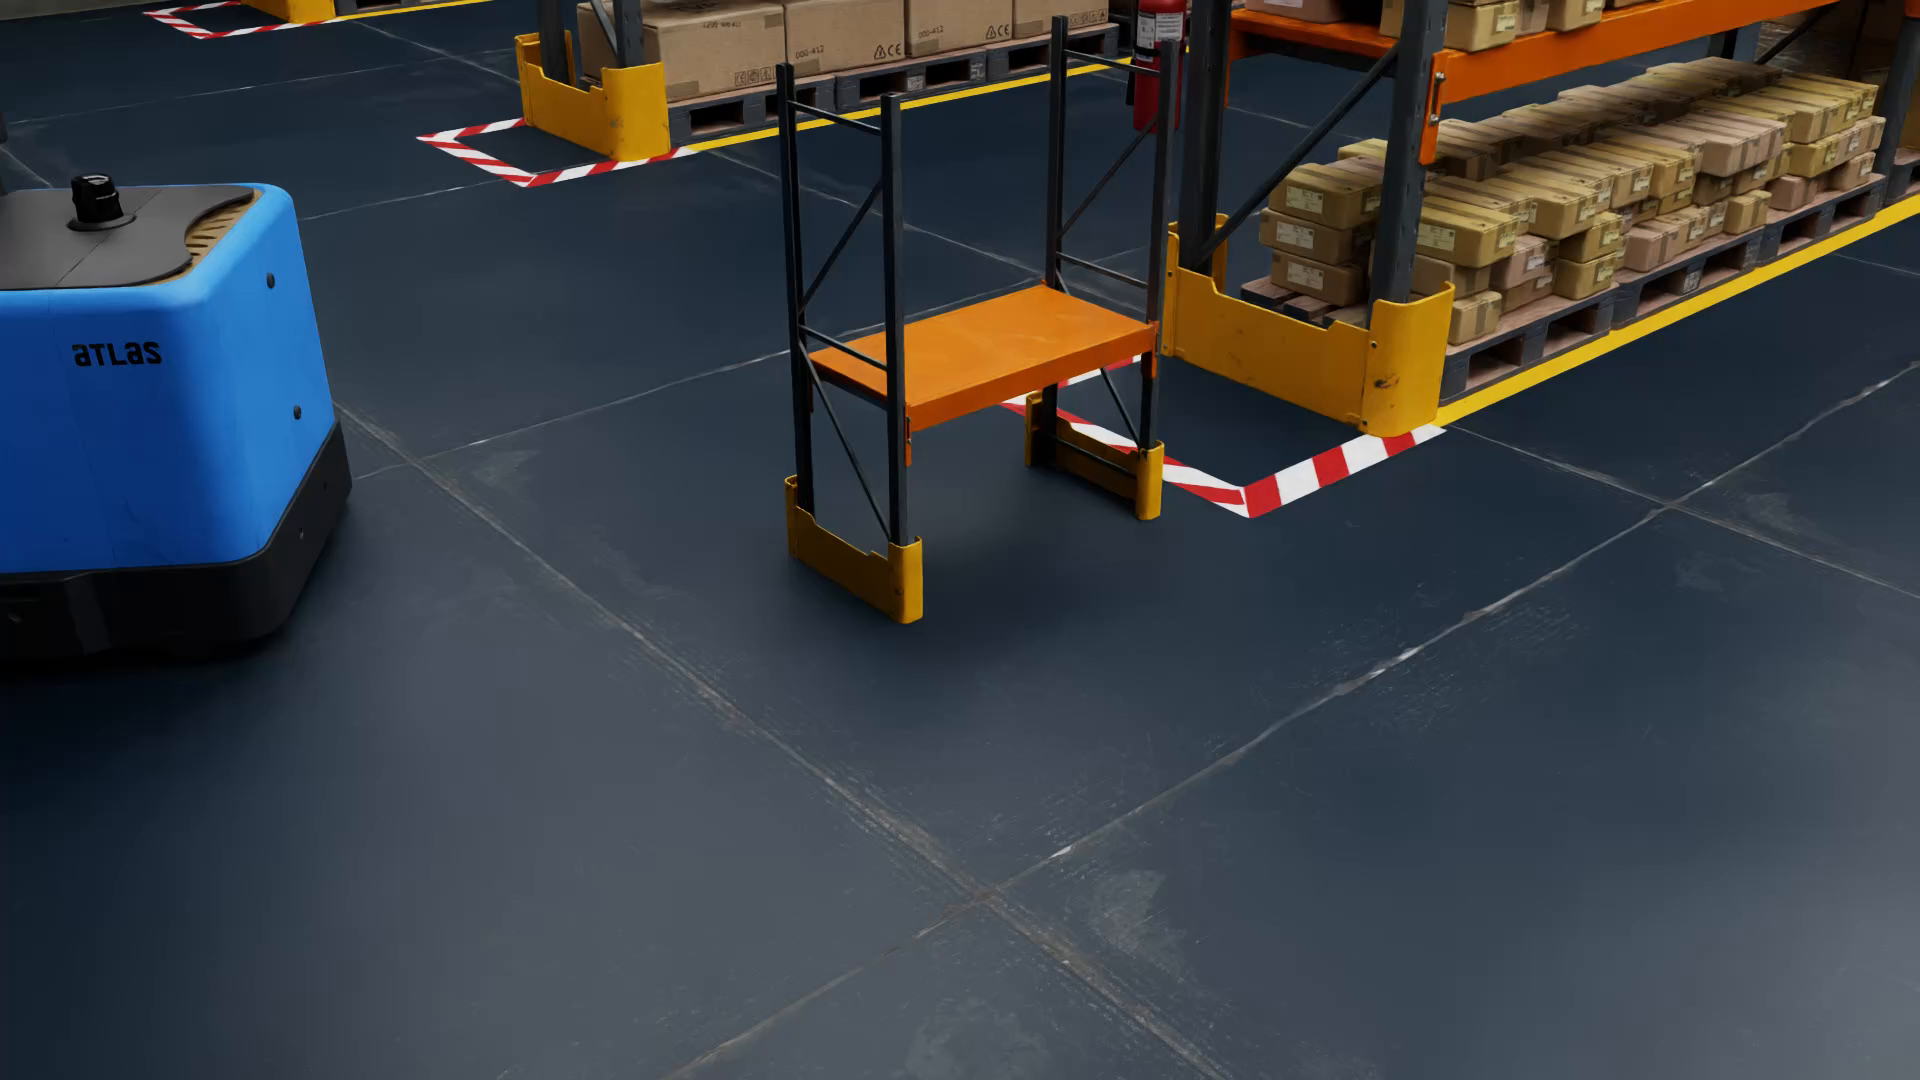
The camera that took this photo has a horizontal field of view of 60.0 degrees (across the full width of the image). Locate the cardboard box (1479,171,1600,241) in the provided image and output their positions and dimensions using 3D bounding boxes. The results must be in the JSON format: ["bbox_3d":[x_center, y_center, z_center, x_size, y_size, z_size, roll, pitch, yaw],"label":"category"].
[{"bbox_3d":[2.232,-1.299,6.447,0.250,0.149,0.380,-22,35,-35],"label":"cardboard box"}]

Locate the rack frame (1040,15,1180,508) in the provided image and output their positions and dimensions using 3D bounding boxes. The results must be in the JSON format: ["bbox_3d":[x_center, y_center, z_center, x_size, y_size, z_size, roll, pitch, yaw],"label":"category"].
[{"bbox_3d":[0.452,-0.843,5.236,0.032,1.500,0.500,-22,35,-35],"label":"rack frame"}]

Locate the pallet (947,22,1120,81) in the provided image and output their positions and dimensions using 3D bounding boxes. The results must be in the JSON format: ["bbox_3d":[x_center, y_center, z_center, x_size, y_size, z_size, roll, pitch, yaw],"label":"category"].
[{"bbox_3d":[0.330,-3.445,11.473,1.213,0.211,1.003,-22,35,-35],"label":"pallet"}]

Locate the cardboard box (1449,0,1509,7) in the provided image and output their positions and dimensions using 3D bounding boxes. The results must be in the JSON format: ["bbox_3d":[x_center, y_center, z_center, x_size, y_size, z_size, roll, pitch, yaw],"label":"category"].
[{"bbox_3d":[1.727,-2.125,5.623,0.500,0.500,0.500,-20,34,-33],"label":"cardboard box"}]

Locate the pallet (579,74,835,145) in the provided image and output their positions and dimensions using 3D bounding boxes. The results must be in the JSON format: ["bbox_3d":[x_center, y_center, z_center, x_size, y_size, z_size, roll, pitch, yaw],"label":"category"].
[{"bbox_3d":[-1.526,-2.699,10.076,1.213,0.211,1.003,-22,35,-35],"label":"pallet"}]

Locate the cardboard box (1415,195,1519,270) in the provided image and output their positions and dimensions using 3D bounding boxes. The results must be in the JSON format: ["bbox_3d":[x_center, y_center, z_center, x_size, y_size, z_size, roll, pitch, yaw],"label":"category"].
[{"bbox_3d":[1.825,-1.141,6.150,0.250,0.149,0.380,-24,36,-37],"label":"cardboard box"}]

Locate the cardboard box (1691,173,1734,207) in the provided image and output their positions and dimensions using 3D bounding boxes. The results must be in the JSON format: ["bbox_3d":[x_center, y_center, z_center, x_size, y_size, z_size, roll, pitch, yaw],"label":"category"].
[{"bbox_3d":[3.173,-1.607,7.339,0.250,0.149,0.380,-24,36,-37],"label":"cardboard box"}]

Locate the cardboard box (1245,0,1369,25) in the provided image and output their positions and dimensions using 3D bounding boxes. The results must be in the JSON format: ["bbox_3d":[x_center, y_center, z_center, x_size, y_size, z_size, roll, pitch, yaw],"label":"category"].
[{"bbox_3d":[1.271,-2.002,6.081,0.250,0.149,0.380,-22,35,-35],"label":"cardboard box"}]

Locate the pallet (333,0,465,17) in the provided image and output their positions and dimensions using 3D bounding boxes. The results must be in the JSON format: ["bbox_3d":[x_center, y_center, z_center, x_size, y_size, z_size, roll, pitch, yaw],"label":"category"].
[{"bbox_3d":[-4.644,-4.472,13.395,1.213,0.211,1.003,-22,35,-35],"label":"pallet"}]

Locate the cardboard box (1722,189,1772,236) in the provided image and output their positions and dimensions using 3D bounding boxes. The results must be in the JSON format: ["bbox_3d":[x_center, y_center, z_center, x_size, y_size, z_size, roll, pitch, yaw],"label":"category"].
[{"bbox_3d":[3.385,-1.505,7.462,0.250,0.149,0.380,-22,35,-35],"label":"cardboard box"}]

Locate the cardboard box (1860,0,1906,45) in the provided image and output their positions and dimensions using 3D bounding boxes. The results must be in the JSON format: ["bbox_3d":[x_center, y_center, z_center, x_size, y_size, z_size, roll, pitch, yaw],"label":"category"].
[{"bbox_3d":[4.983,-2.680,8.494,0.500,0.250,0.500,-24,36,-37],"label":"cardboard box"}]

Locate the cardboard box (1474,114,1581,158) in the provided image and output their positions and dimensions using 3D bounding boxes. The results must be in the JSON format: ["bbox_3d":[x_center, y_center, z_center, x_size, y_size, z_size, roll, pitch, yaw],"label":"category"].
[{"bbox_3d":[2.466,-1.736,7.263,0.250,0.149,0.380,-23,36,-36],"label":"cardboard box"}]

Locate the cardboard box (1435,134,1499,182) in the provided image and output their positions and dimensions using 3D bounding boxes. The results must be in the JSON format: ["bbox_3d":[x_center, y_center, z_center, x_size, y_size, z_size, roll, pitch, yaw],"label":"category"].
[{"bbox_3d":[2.026,-1.593,6.995,0.250,0.149,0.380,-24,36,-37],"label":"cardboard box"}]

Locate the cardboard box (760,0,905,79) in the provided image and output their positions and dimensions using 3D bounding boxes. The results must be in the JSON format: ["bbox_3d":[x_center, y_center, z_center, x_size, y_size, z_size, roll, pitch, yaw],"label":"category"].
[{"bbox_3d":[-0.955,-3.232,10.388,0.875,0.438,0.875,-21,34,-34],"label":"cardboard box"}]

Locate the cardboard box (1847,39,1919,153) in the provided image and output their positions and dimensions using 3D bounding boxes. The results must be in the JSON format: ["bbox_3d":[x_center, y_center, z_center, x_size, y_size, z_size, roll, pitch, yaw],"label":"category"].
[{"bbox_3d":[4.984,-2.349,8.670,0.500,0.500,0.500,-20,34,-33],"label":"cardboard box"}]

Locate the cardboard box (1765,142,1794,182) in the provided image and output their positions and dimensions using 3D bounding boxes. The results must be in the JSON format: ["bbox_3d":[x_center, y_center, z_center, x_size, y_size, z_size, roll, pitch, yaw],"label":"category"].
[{"bbox_3d":[3.571,-1.767,7.638,0.250,0.149,0.380,-22,35,-34],"label":"cardboard box"}]

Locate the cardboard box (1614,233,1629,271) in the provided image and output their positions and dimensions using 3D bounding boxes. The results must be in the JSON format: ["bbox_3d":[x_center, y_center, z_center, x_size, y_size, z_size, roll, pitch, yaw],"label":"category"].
[{"bbox_3d":[2.541,-1.224,6.937,0.250,0.149,0.380,-22,35,-35],"label":"cardboard box"}]

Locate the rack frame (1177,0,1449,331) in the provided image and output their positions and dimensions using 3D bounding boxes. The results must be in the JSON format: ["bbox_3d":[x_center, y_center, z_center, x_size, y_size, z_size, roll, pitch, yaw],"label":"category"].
[{"bbox_3d":[1.206,-1.912,5.645,0.127,3.000,1.000,-22,35,-35],"label":"rack frame"}]

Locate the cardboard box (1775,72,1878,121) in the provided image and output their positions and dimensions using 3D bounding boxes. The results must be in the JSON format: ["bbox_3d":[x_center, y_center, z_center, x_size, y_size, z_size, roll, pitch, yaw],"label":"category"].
[{"bbox_3d":[4.148,-2.124,7.989,0.250,0.149,0.380,-21,34,-34],"label":"cardboard box"}]

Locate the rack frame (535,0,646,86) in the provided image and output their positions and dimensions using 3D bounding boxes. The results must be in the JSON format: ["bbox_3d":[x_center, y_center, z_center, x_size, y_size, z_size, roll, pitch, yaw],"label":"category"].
[{"bbox_3d":[-2.083,-3.656,8.908,0.127,3.000,1.000,-22,35,-35],"label":"rack frame"}]

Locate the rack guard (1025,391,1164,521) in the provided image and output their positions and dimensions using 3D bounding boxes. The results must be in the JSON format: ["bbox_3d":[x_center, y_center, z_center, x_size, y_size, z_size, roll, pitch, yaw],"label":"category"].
[{"bbox_3d":[0.437,-0.286,5.520,0.087,0.250,0.587,-22,35,-35],"label":"rack guard"}]

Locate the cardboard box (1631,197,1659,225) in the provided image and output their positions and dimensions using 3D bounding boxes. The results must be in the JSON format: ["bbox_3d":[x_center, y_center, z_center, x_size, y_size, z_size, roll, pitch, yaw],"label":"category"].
[{"bbox_3d":[2.731,-1.462,7.067,0.250,0.149,0.380,-20,34,-32],"label":"cardboard box"}]

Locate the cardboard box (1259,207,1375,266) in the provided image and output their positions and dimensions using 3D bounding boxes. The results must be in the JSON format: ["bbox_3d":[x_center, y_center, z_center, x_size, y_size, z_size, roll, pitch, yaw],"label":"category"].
[{"bbox_3d":[1.423,-1.235,6.642,0.250,0.149,0.380,-23,36,-36],"label":"cardboard box"}]

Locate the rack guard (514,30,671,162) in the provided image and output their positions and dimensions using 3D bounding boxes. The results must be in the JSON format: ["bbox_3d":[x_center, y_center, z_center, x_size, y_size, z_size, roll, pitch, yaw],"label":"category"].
[{"bbox_3d":[-2.102,-2.546,9.484,0.348,0.500,1.175,-22,35,-35],"label":"rack guard"}]

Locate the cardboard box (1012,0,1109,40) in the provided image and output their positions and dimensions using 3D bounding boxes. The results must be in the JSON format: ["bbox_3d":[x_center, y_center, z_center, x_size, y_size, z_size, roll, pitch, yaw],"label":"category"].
[{"bbox_3d":[0.412,-3.781,11.416,0.875,0.438,0.875,-22,35,-36],"label":"cardboard box"}]

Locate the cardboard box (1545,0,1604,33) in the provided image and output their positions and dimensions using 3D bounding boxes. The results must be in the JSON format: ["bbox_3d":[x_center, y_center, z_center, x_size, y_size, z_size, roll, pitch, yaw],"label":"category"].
[{"bbox_3d":[2.072,-1.938,5.961,0.250,0.149,0.380,-23,36,-36],"label":"cardboard box"}]

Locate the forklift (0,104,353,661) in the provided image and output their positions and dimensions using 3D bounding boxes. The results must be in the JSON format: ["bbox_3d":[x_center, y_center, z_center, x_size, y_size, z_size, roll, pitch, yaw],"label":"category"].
[{"bbox_3d":[-3.443,-1.128,4.251,3.031,2.935,1.130,-3,28,-5],"label":"forklift"}]

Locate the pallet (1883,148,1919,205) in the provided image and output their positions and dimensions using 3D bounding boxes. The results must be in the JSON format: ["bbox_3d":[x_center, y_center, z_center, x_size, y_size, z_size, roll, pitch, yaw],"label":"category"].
[{"bbox_3d":[4.841,-2.144,9.039,1.213,0.211,1.003,-22,35,-35],"label":"pallet"}]

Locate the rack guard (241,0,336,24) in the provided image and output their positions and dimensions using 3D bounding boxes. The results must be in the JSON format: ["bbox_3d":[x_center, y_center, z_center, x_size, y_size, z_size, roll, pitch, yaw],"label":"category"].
[{"bbox_3d":[-5.250,-4.355,12.869,0.348,0.500,1.175,-22,35,-35],"label":"rack guard"}]

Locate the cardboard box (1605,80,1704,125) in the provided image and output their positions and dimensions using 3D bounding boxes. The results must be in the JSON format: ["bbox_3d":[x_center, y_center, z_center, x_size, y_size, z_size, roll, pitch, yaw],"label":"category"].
[{"bbox_3d":[3.261,-2.049,7.849,0.250,0.149,0.380,-23,36,-36],"label":"cardboard box"}]

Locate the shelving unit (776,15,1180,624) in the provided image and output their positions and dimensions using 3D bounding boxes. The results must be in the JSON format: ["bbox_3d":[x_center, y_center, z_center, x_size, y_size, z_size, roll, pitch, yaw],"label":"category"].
[{"bbox_3d":[0.058,-0.685,4.940,1.083,1.500,0.587,-22,35,-35],"label":"shelving unit"}]

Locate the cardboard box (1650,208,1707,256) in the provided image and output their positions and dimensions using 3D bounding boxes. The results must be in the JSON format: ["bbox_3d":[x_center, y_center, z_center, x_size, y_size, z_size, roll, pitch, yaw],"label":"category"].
[{"bbox_3d":[2.981,-1.363,7.198,0.250,0.149,0.380,-22,35,-35],"label":"cardboard box"}]

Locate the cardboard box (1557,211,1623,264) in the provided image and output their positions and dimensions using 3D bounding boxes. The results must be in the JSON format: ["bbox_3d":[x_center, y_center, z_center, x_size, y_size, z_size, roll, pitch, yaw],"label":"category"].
[{"bbox_3d":[2.411,-1.249,6.668,0.250,0.149,0.380,-21,34,-33],"label":"cardboard box"}]

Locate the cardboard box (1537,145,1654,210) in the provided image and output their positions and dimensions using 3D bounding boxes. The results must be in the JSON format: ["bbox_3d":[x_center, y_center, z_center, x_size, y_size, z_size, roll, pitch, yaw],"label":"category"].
[{"bbox_3d":[2.584,-1.486,6.797,0.250,0.149,0.380,-20,34,-33],"label":"cardboard box"}]

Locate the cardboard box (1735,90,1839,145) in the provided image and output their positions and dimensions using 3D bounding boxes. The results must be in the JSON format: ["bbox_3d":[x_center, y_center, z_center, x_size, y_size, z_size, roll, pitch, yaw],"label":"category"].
[{"bbox_3d":[3.794,-1.953,7.669,0.250,0.149,0.380,-22,35,-35],"label":"cardboard box"}]

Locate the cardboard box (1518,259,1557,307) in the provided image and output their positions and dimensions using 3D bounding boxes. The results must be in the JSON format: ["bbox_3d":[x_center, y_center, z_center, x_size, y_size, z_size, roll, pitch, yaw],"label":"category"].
[{"bbox_3d":[2.143,-1.073,6.655,0.250,0.149,0.380,-21,35,-34],"label":"cardboard box"}]

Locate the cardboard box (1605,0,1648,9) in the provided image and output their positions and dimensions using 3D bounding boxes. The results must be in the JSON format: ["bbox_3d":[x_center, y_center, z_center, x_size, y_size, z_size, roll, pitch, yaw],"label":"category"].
[{"bbox_3d":[2.402,-2.141,6.341,0.250,0.149,0.380,-22,35,-35],"label":"cardboard box"}]

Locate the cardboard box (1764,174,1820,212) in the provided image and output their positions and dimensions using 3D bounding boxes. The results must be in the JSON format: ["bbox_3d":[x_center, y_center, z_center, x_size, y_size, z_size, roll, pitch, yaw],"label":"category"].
[{"bbox_3d":[3.761,-1.668,7.767,0.250,0.149,0.380,-23,36,-36],"label":"cardboard box"}]

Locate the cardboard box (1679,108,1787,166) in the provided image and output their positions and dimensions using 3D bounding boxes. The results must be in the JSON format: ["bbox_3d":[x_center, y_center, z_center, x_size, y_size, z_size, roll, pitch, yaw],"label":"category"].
[{"bbox_3d":[3.400,-1.785,7.356,0.250,0.149,0.380,-24,36,-37],"label":"cardboard box"}]

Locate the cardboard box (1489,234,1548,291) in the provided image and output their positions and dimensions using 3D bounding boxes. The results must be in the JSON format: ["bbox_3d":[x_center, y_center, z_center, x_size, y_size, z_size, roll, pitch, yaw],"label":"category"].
[{"bbox_3d":[2.016,-1.103,6.394,0.250,0.149,0.380,-22,35,-35],"label":"cardboard box"}]

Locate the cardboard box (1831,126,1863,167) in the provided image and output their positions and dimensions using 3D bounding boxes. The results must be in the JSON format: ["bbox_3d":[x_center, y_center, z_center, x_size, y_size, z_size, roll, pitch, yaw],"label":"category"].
[{"bbox_3d":[4.018,-1.897,7.881,0.250,0.149,0.380,-24,36,-37],"label":"cardboard box"}]

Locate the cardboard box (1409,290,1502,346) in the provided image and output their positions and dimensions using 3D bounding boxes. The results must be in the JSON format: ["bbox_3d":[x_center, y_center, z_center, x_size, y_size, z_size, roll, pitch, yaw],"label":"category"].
[{"bbox_3d":[1.813,-0.885,6.303,0.250,0.149,0.380,-21,35,-34],"label":"cardboard box"}]

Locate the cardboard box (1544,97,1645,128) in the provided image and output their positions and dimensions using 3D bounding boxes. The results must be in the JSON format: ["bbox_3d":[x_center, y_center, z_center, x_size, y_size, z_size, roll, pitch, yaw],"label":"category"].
[{"bbox_3d":[2.860,-1.887,7.547,0.250,0.149,0.380,-24,36,-37],"label":"cardboard box"}]

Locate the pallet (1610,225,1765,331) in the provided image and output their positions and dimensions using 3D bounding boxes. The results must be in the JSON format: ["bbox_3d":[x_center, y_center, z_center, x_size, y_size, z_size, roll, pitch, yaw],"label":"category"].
[{"bbox_3d":[2.833,-1.312,7.482,1.213,0.211,1.003,-22,35,-35],"label":"pallet"}]

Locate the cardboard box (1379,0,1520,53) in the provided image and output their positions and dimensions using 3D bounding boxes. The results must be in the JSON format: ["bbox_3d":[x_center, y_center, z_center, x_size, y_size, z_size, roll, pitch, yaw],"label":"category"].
[{"bbox_3d":[1.666,-1.783,5.670,0.250,0.149,0.380,-22,35,-35],"label":"cardboard box"}]

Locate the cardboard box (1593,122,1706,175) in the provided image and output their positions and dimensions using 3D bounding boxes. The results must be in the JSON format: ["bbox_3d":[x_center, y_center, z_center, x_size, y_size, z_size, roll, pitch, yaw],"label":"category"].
[{"bbox_3d":[2.943,-1.662,7.125,0.250,0.149,0.380,-22,35,-35],"label":"cardboard box"}]

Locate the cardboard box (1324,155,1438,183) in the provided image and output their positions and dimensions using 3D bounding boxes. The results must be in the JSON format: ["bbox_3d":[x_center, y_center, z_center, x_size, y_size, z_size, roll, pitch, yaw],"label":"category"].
[{"bbox_3d":[1.673,-1.411,6.656,0.250,0.149,0.380,-21,35,-34],"label":"cardboard box"}]

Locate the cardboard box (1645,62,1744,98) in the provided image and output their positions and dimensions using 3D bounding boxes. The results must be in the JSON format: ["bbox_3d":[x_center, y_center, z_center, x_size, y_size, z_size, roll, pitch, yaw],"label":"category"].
[{"bbox_3d":[3.605,-2.232,8.191,0.250,0.149,0.380,-20,34,-33],"label":"cardboard box"}]

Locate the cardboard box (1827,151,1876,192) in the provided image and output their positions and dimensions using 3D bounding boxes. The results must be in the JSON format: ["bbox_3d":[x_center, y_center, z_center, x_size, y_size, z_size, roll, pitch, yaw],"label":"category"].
[{"bbox_3d":[4.172,-1.821,8.055,0.250,0.149,0.380,-21,35,-34],"label":"cardboard box"}]
